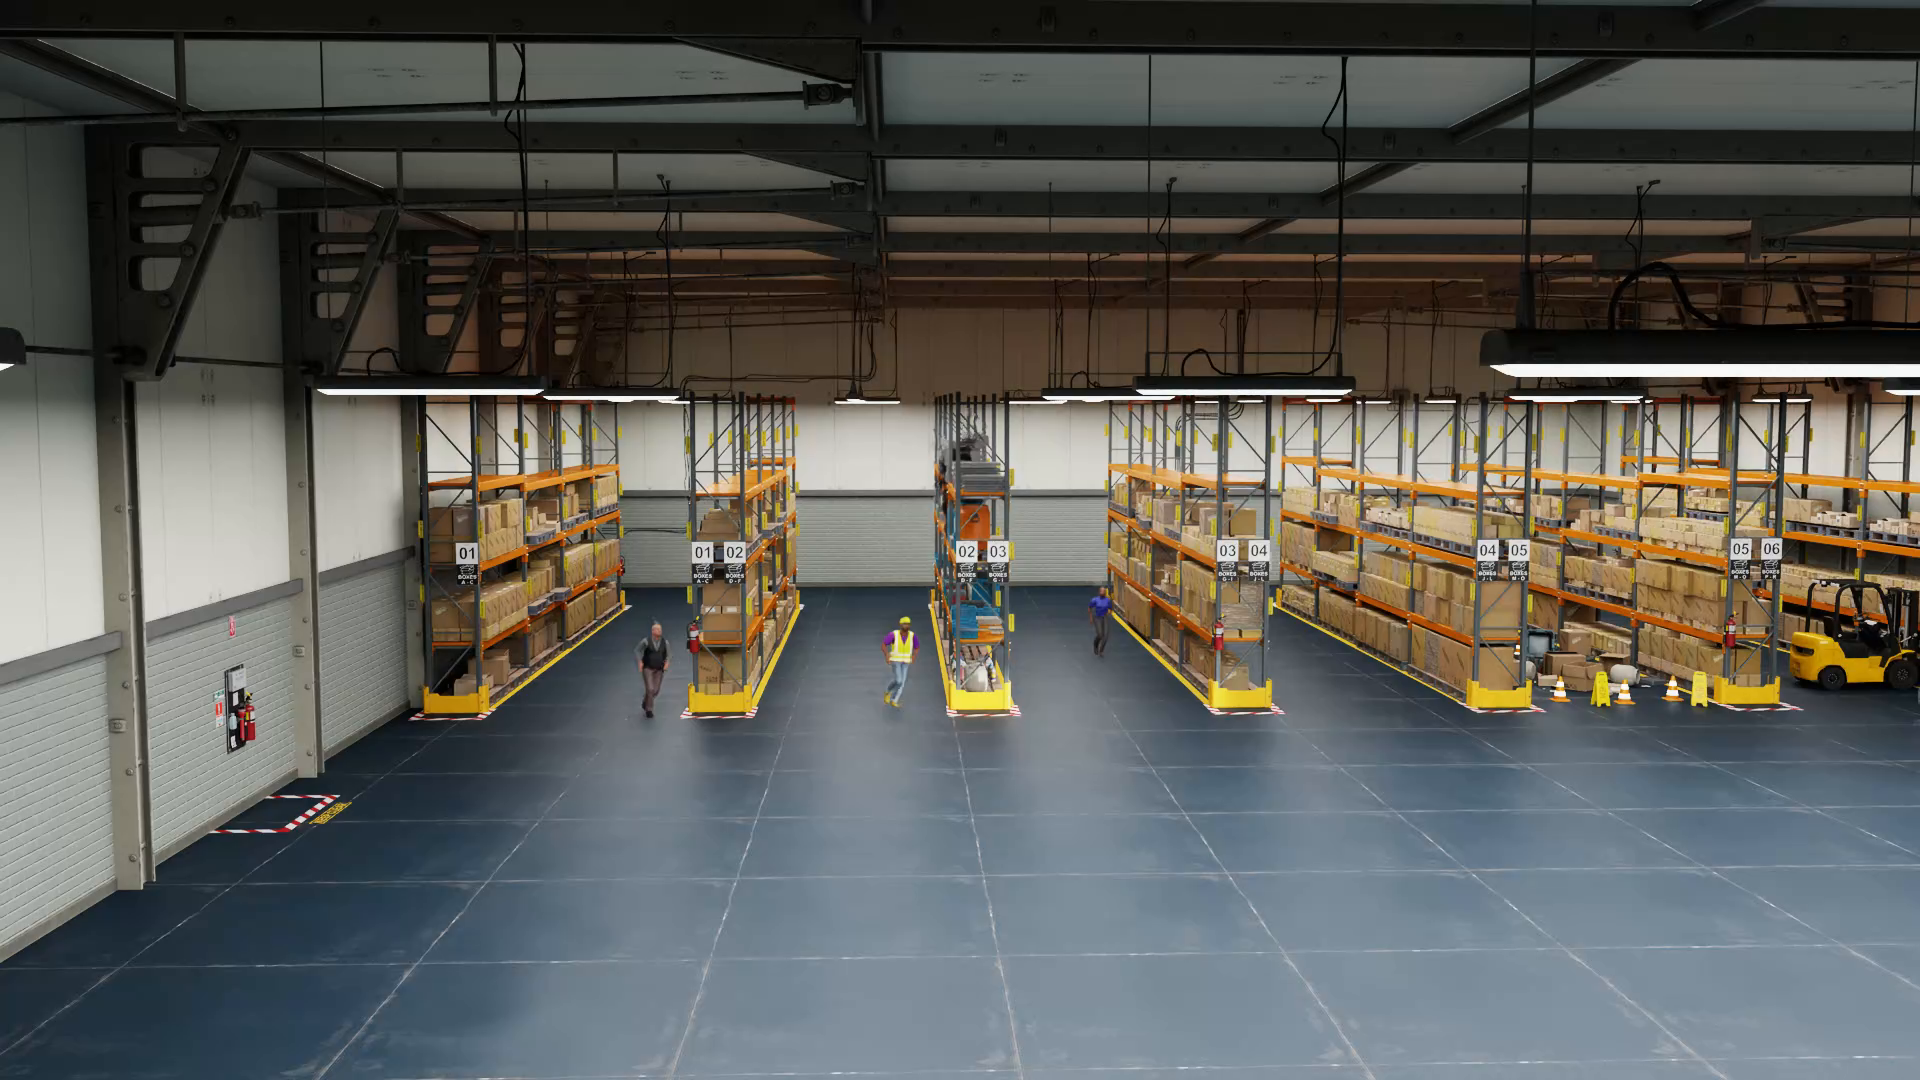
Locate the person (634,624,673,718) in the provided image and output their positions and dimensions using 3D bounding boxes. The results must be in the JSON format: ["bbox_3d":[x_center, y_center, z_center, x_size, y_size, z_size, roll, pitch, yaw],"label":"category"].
[{"bbox_3d":[-5.691,2.416,30.931,0.698,1.696,0.709,-2,5,-27],"label":"person"}]

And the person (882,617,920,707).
[{"bbox_3d":[-1.087,2.332,31.763,0.702,1.722,0.534,-2,5,-21],"label":"person"}]

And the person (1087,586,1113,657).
[{"bbox_3d":[3.236,1.876,37.920,0.560,1.604,0.592,-1,5,-12],"label":"person"}]

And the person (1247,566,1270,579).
[{"bbox_3d":[8.068,1.313,45.303,0.717,1.674,1.056,0,5,3],"label":"person"}]
